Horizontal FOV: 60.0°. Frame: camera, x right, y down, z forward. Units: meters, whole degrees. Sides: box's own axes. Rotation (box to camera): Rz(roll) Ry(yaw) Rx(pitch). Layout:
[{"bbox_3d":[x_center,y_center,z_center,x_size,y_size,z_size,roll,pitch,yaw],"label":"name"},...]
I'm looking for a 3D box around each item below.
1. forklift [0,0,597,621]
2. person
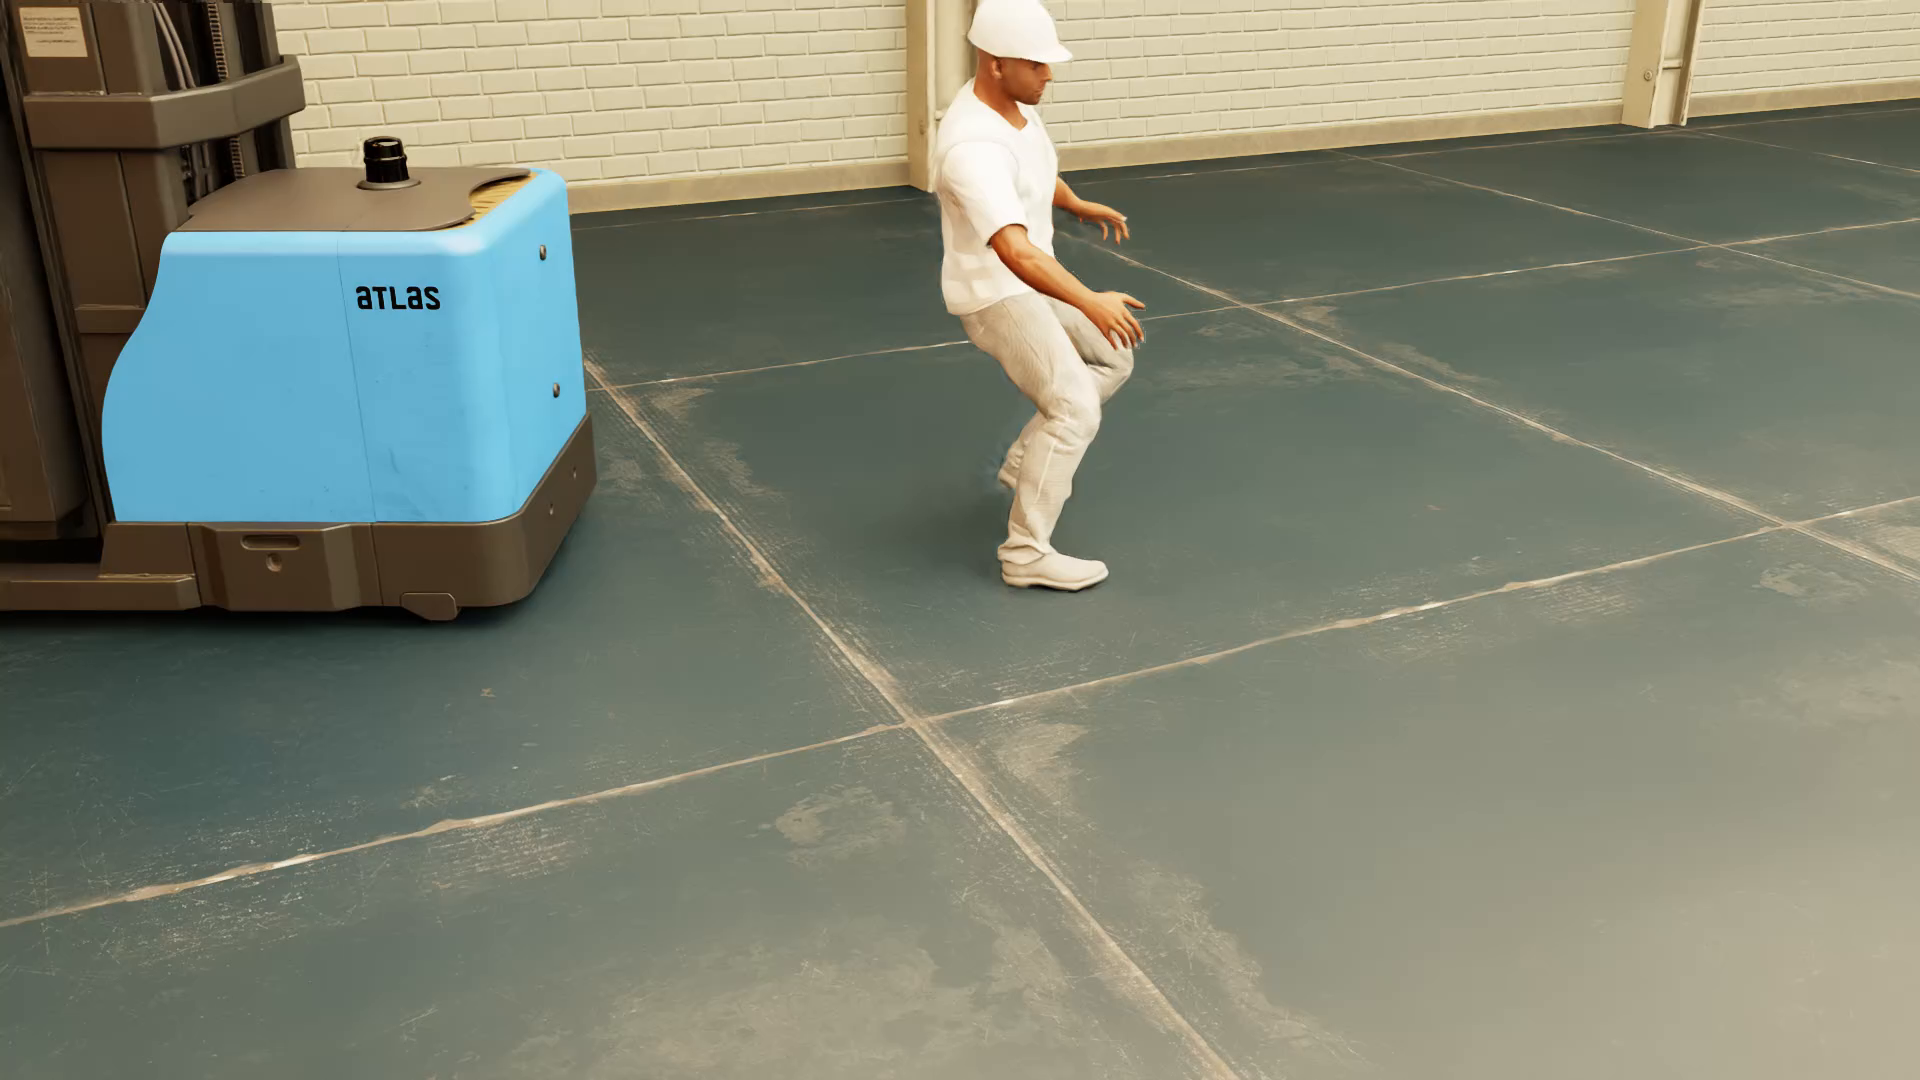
[{"bbox_3d":[-2.688,-1.312,4.445,3.031,2.935,1.130,0,23,0],"label":"forklift"},{"bbox_3d":[0.258,-0.747,4.817,0.645,1.611,0.930,5,23,11],"label":"person"}]
